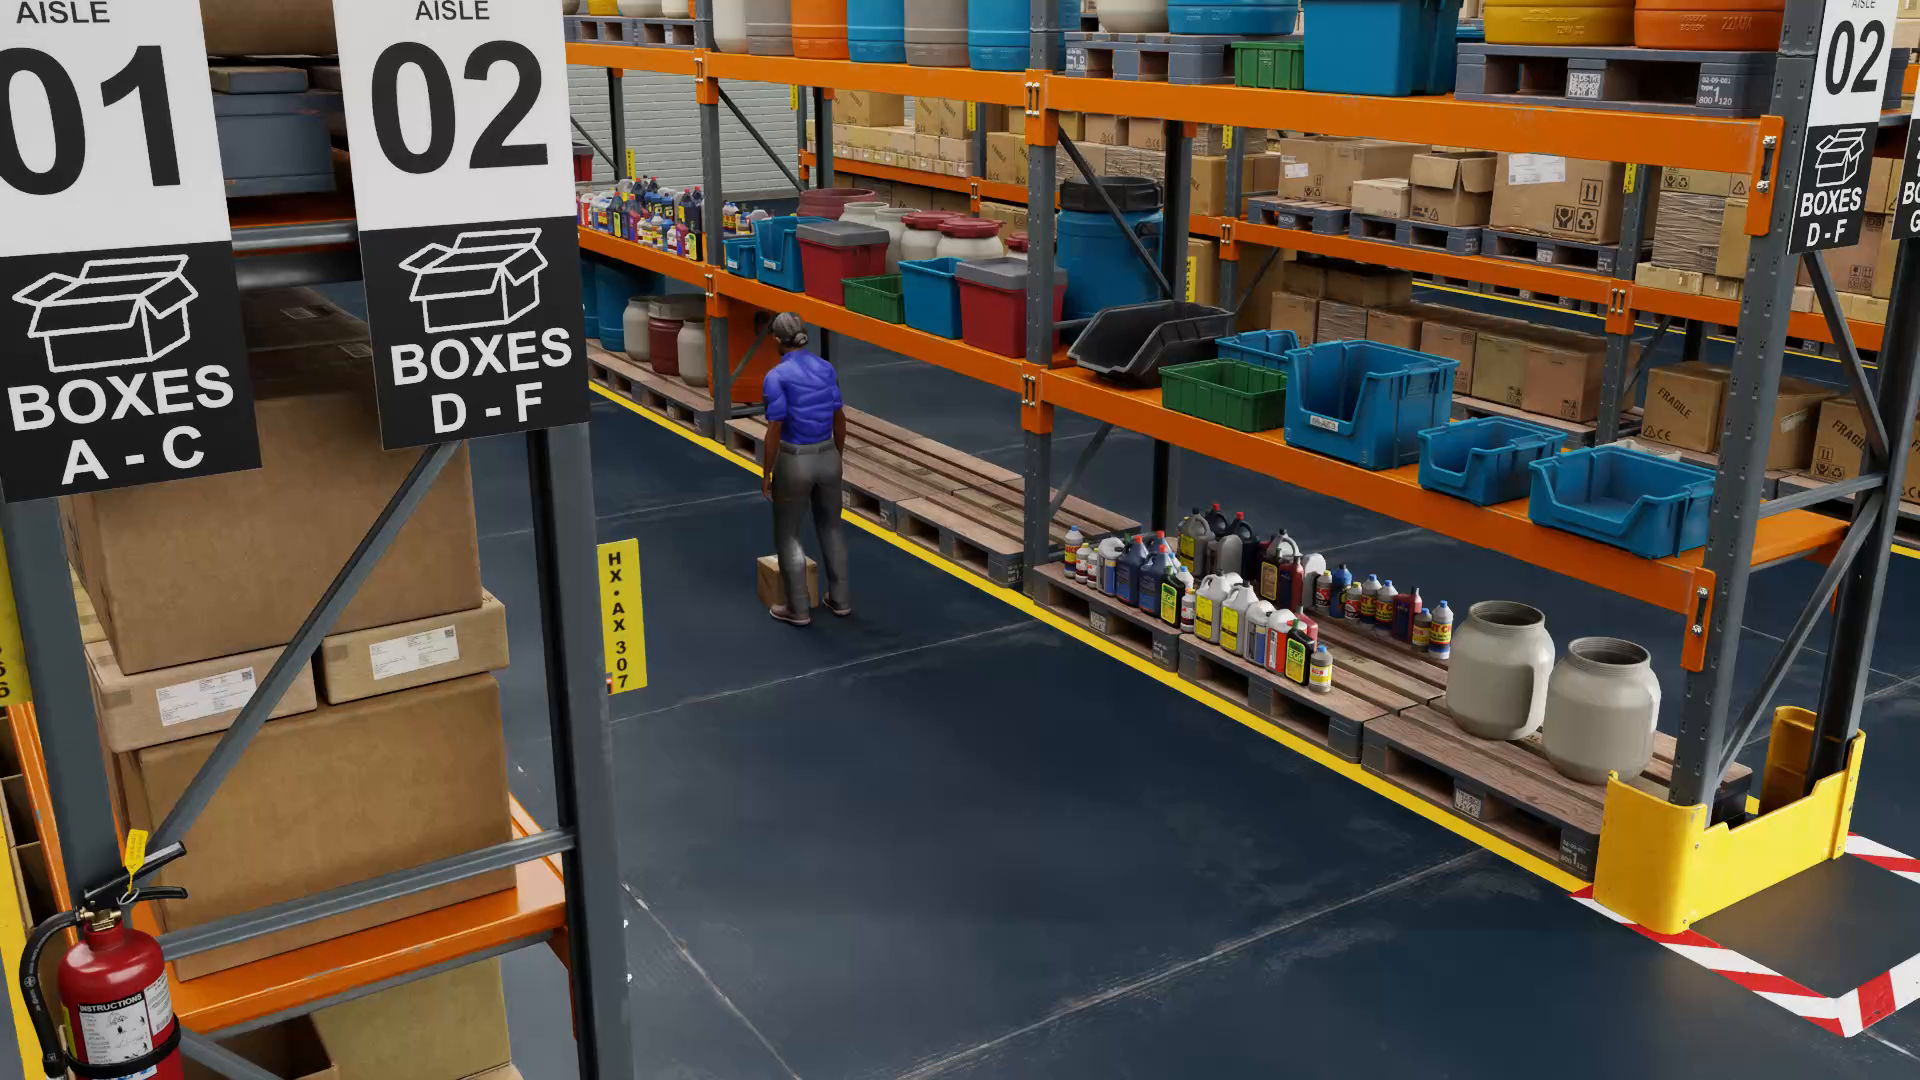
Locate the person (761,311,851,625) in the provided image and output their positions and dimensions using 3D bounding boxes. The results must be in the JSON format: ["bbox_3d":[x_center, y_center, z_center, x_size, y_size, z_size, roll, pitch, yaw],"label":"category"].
[{"bbox_3d":[-0.807,-0.374,8.704,0.530,1.653,0.352,-13,22,-35],"label":"person"}]
